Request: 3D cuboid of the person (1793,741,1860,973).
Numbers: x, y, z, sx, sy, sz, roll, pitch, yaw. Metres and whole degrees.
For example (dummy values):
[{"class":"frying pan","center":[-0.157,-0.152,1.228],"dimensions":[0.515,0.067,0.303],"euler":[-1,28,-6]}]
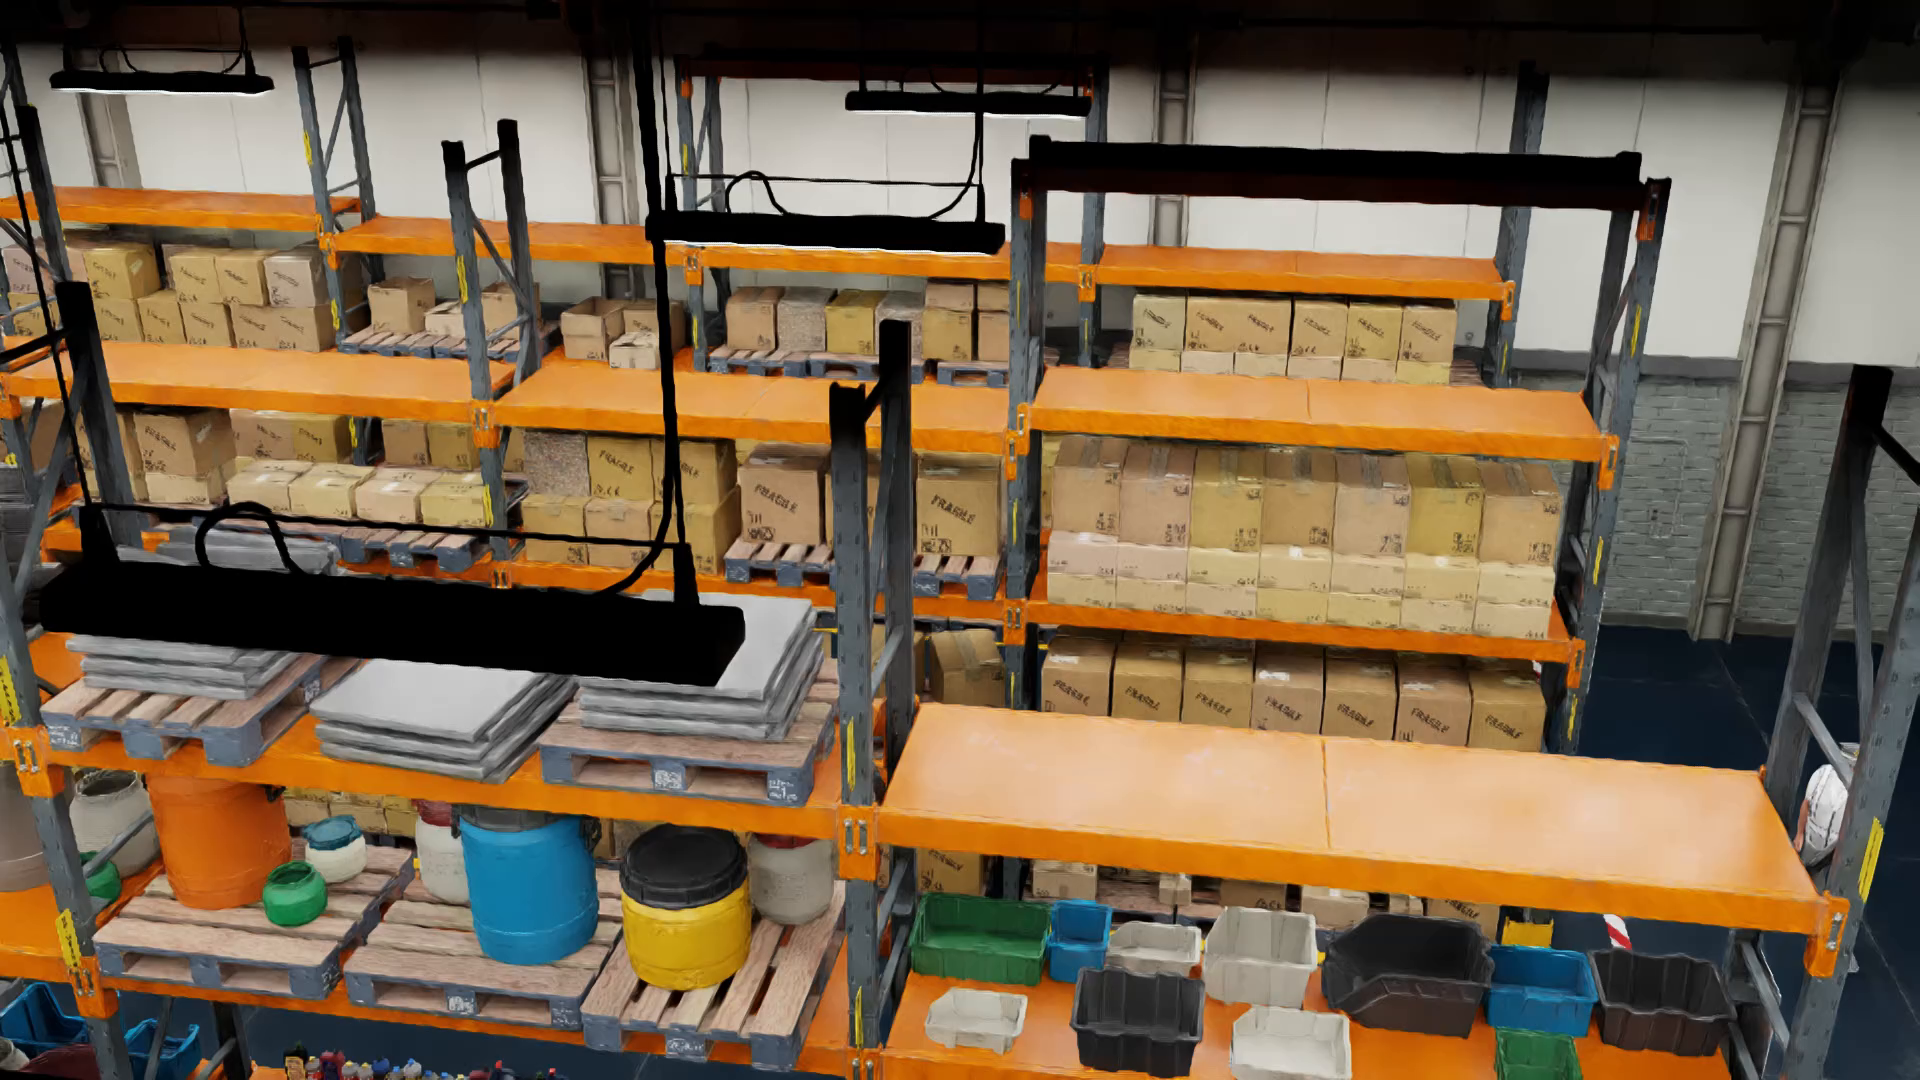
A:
[{"class":"person","center":[6.675,2.322,12.621],"dimensions":[0.576,1.753,0.769],"euler":[-20,30,-39]}]
